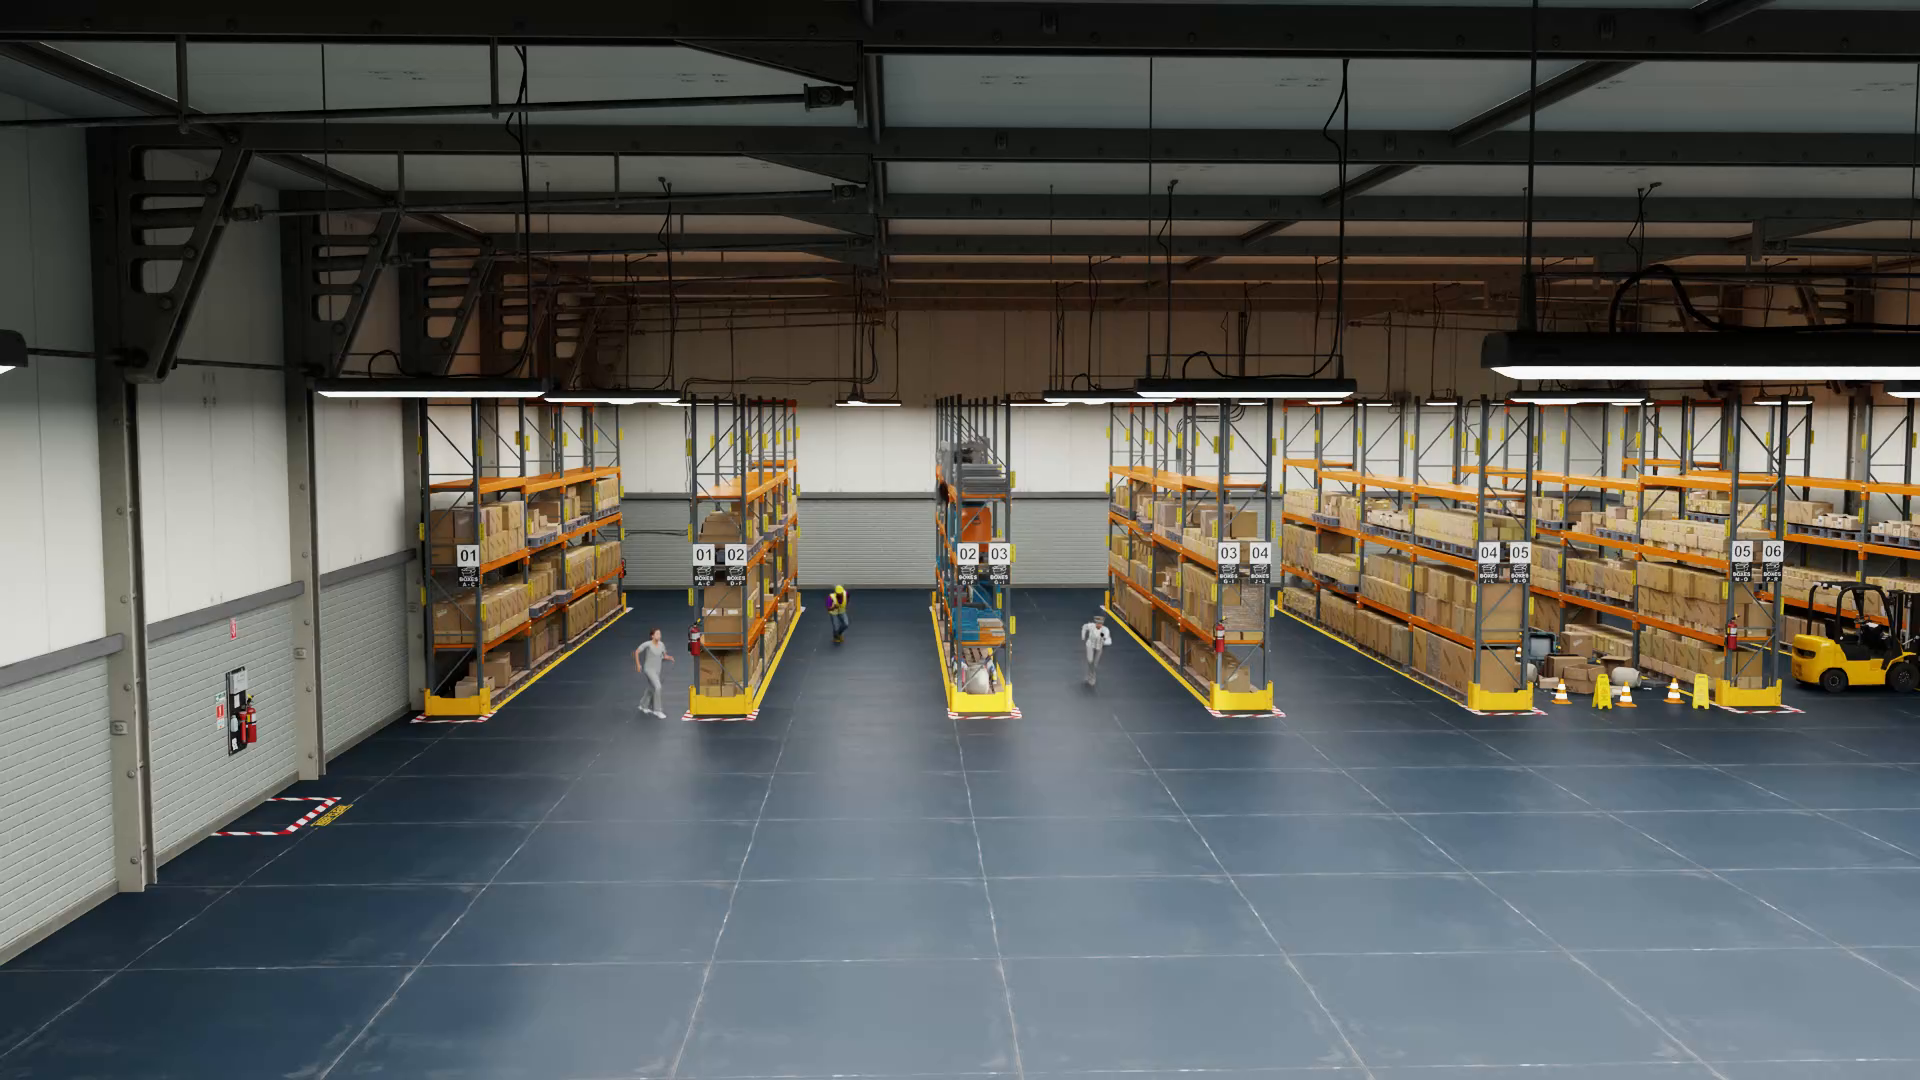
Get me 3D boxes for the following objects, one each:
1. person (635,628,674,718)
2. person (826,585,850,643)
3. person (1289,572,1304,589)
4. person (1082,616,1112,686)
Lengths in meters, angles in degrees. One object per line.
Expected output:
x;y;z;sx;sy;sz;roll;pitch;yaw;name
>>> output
-5.700;2.442;30.861;0.882;1.657;0.560;3;6;36;person
-2.944;1.793;40.441;0.722;1.470;0.987;-2;5;-22;person
9.967;1.039;49.082;0.735;1.622;0.606;-2;5;-20;person
2.832;2.258;34.486;0.566;1.454;1.040;0;5;-3;person
